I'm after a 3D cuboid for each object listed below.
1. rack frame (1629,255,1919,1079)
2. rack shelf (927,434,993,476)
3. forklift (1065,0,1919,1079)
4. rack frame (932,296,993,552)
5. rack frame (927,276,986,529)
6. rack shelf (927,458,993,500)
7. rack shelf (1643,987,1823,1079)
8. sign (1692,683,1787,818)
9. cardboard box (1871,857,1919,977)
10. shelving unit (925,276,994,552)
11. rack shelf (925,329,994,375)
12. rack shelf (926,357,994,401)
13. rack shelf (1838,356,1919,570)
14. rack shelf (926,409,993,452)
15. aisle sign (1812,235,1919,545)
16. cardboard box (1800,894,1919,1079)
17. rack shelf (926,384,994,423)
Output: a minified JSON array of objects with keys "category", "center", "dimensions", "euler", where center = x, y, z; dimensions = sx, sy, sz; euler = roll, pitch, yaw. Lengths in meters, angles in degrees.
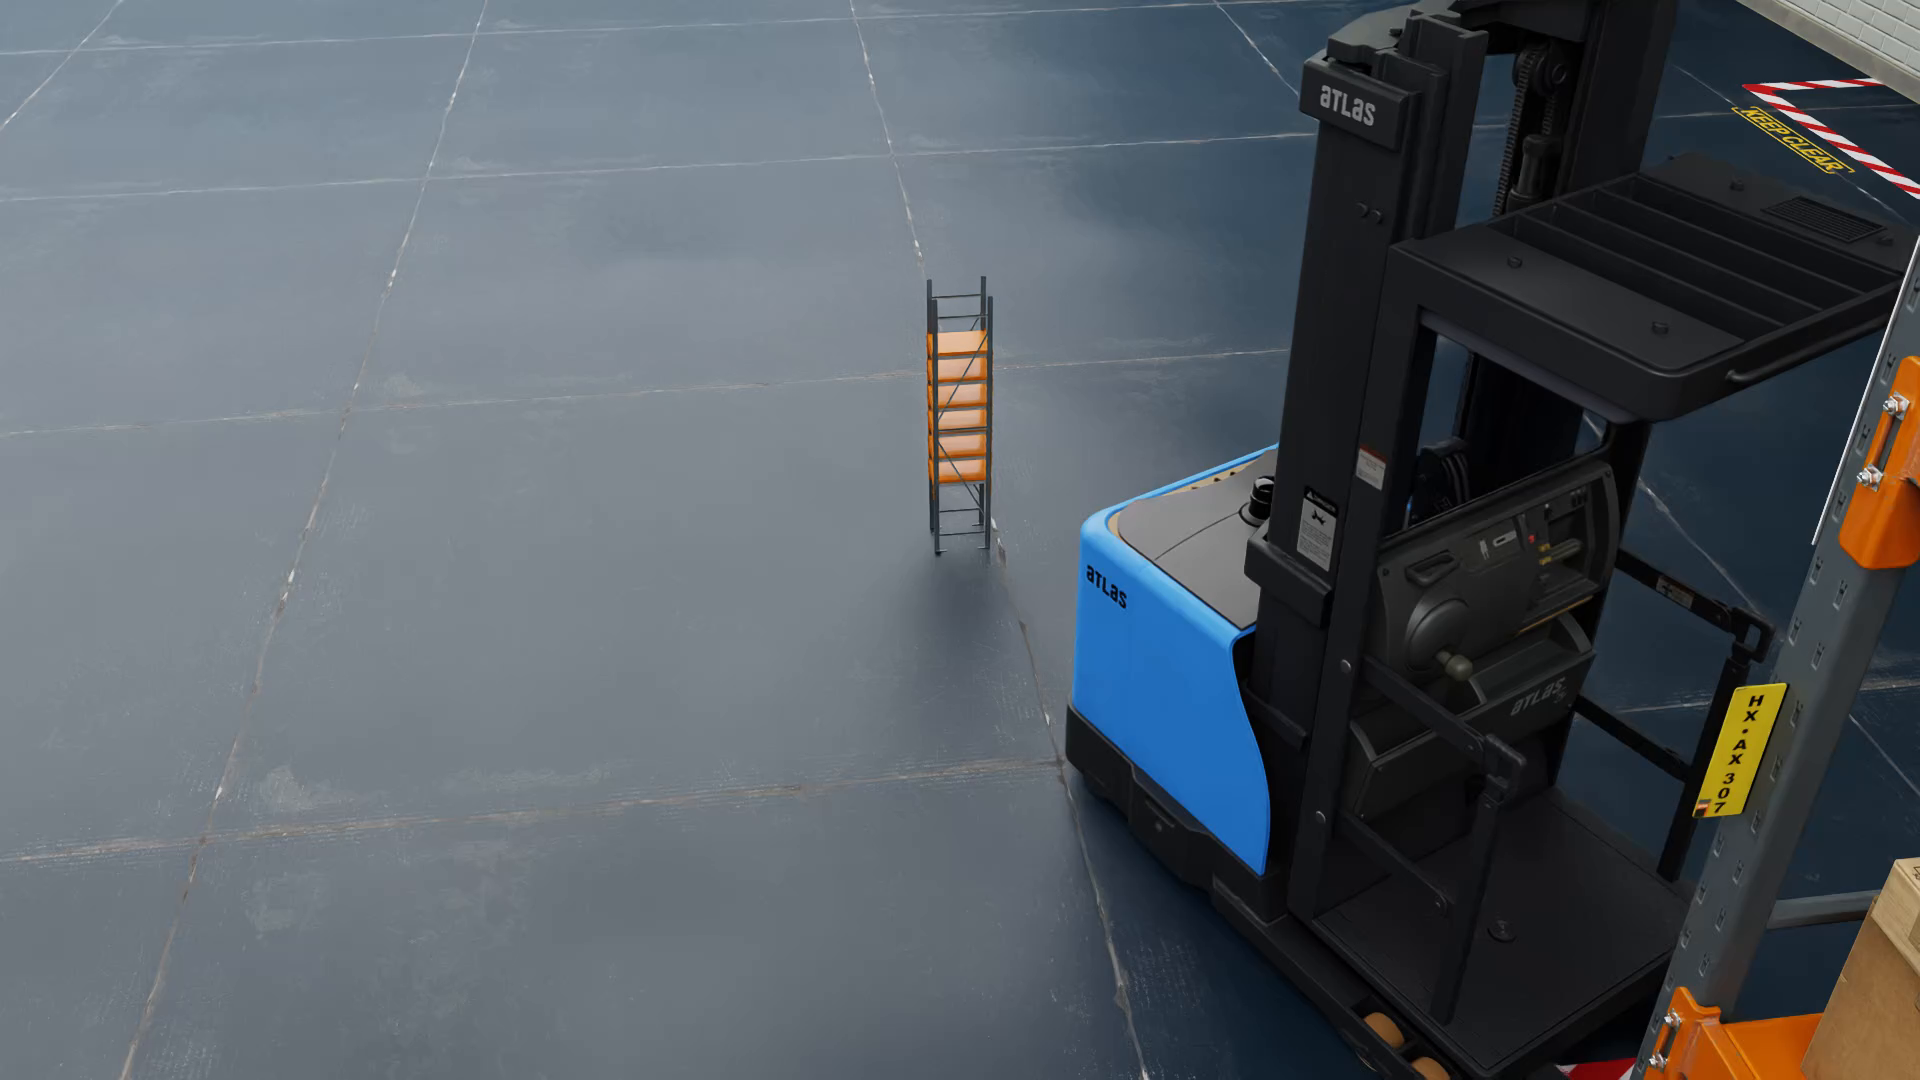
[{"category":"rack frame","center":[2.031,0.755,3.479],"dimensions":[0.949,2.616,0.053],"euler":[-4,35,-6]},{"category":"rack shelf","center":[-0.002,-0.368,7.017],"dimensions":[0.258,0.103,0.180],"euler":[-4,35,-6]},{"category":"forklift","center":[1.609,0.146,4.434],"dimensions":[1.130,2.935,3.031],"euler":[-20,39,-27]},{"category":"rack frame","center":[0.010,-0.453,6.849],"dimensions":[0.240,1.200,0.006],"euler":[-4,35,-6]},{"category":"rack frame","center":[-0.014,-0.555,6.999],"dimensions":[0.240,1.200,0.006],"euler":[-4,35,-6]},{"category":"rack shelf","center":[-0.002,-0.269,7.084],"dimensions":[0.258,0.103,0.180],"euler":[-4,35,-6]},{"category":"rack shelf","center":[2.297,2.168,2.043],"dimensions":[1.077,0.370,4.000],"euler":[-4,35,-6]},{"category":"sign","center":[1.477,0.403,3.156],"dimensions":[0.100,0.325,0.005],"euler":[-4,35,-6]},{"category":"cardboard box","center":[1.867,0.681,2.922],"dimensions":[0.380,0.149,0.250],"euler":[-5,35,-7]},{"category":"shelving unit","center":[-0.002,-0.504,6.924],"dimensions":[0.258,1.200,0.189],"euler":[-4,35,-6]},{"category":"rack shelf","center":[-0.002,-0.765,6.746],"dimensions":[0.258,0.103,0.180],"euler":[-4,35,-6]},{"category":"rack shelf","center":[-0.002,-0.665,6.814],"dimensions":[0.258,0.103,0.180],"euler":[-4,35,-6]},{"category":"rack shelf","center":[2.297,0.929,1.199],"dimensions":[1.077,0.370,4.000],"euler":[-4,35,-6]},{"category":"rack shelf","center":[-0.002,-0.467,6.949],"dimensions":[0.258,0.103,0.180],"euler":[-4,35,-6]},{"category":"aisle sign","center":[1.715,-0.333,2.766],"dimensions":[0.394,0.787,0.004],"euler":[-4,35,-6]},{"category":"cardboard box","center":[2.078,0.975,3.067],"dimensions":[0.700,0.500,0.500],"euler":[-4,35,-6]},{"category":"rack shelf","center":[-0.002,-0.566,6.881],"dimensions":[0.258,0.103,0.180],"euler":[-4,35,-6]}]
